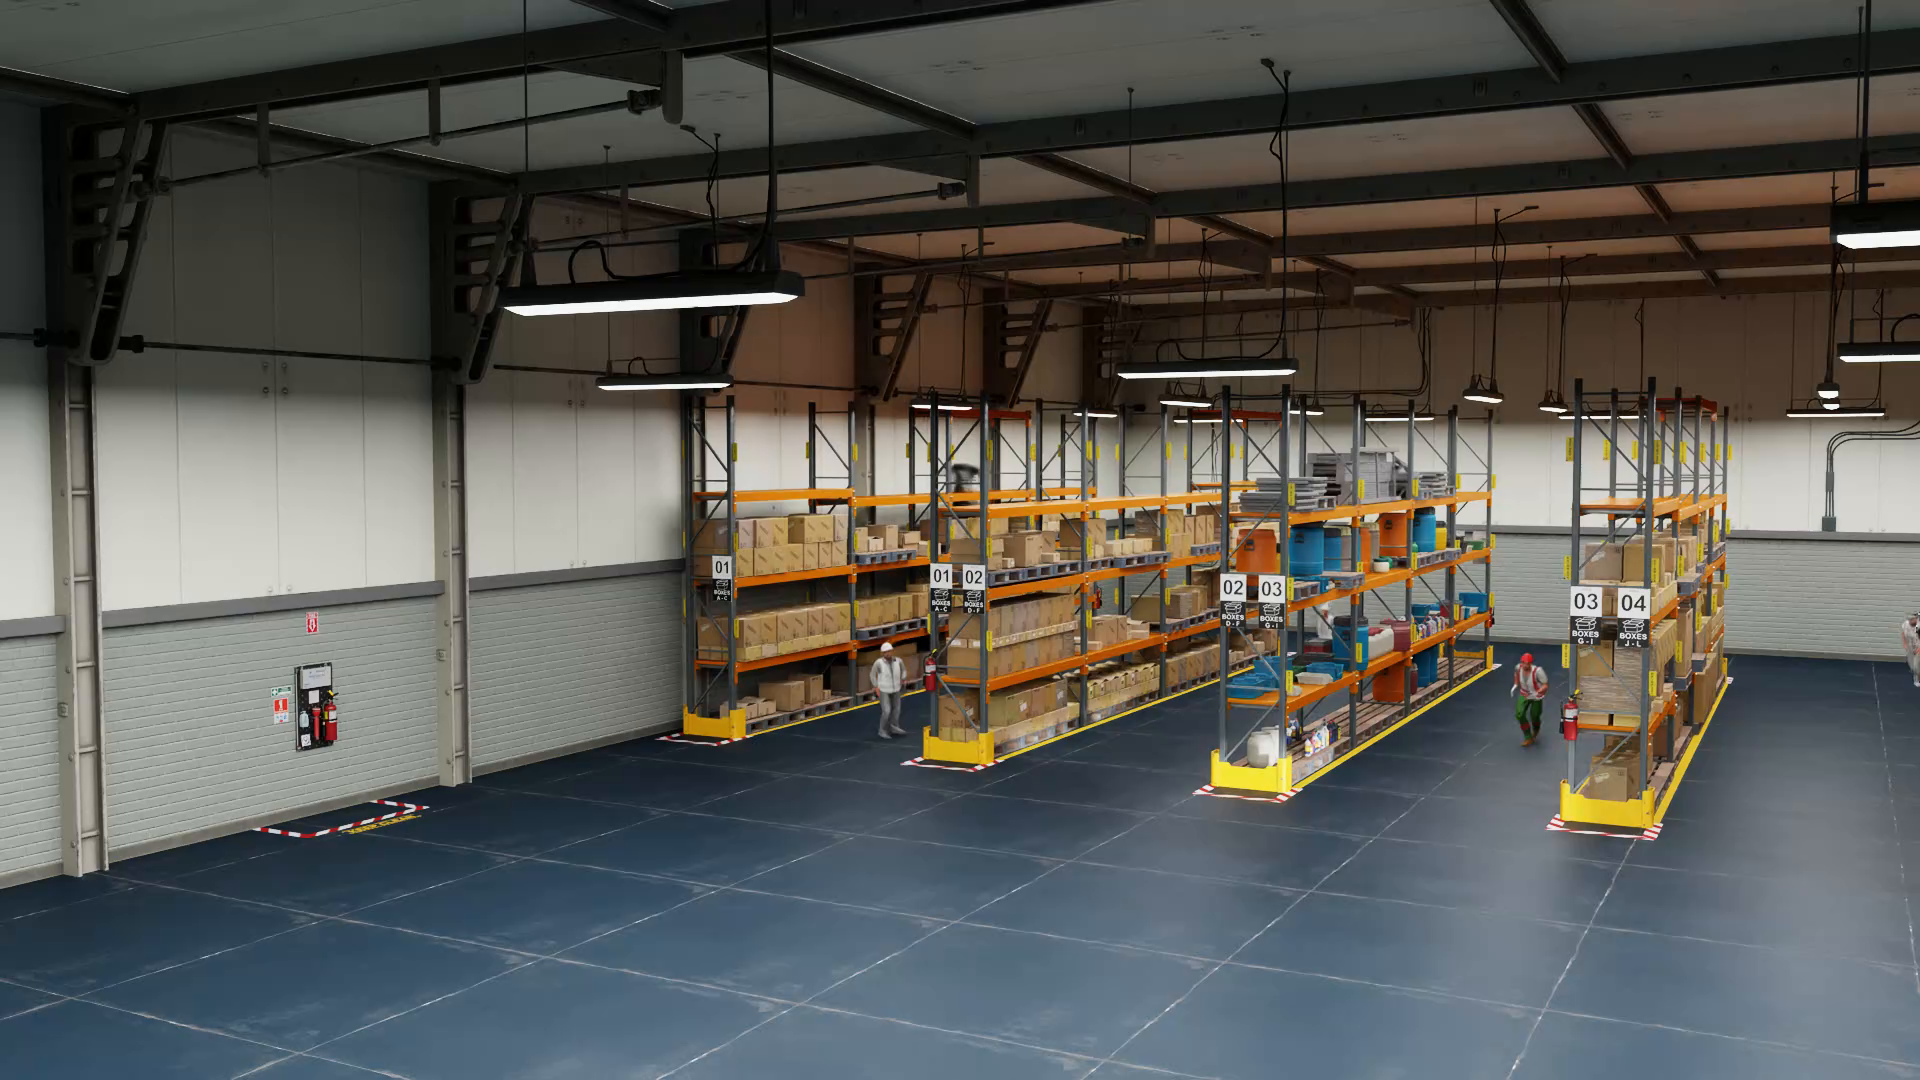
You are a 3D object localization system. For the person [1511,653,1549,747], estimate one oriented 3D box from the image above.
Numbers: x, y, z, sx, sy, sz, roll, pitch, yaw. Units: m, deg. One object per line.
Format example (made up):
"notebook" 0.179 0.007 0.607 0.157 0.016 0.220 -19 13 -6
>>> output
"person" 9.813 2.697 28.504 0.687 1.607 1.137 2 4 36

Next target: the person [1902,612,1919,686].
"person" 20.508 2.327 35.604 0.810 1.604 0.668 -2 4 -31

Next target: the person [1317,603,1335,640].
"person" 7.947 2.223 36.098 0.713 1.723 0.669 -3 4 -45

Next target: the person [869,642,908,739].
"person" -1.210 2.633 29.202 0.702 1.714 0.789 -2 3 -28
